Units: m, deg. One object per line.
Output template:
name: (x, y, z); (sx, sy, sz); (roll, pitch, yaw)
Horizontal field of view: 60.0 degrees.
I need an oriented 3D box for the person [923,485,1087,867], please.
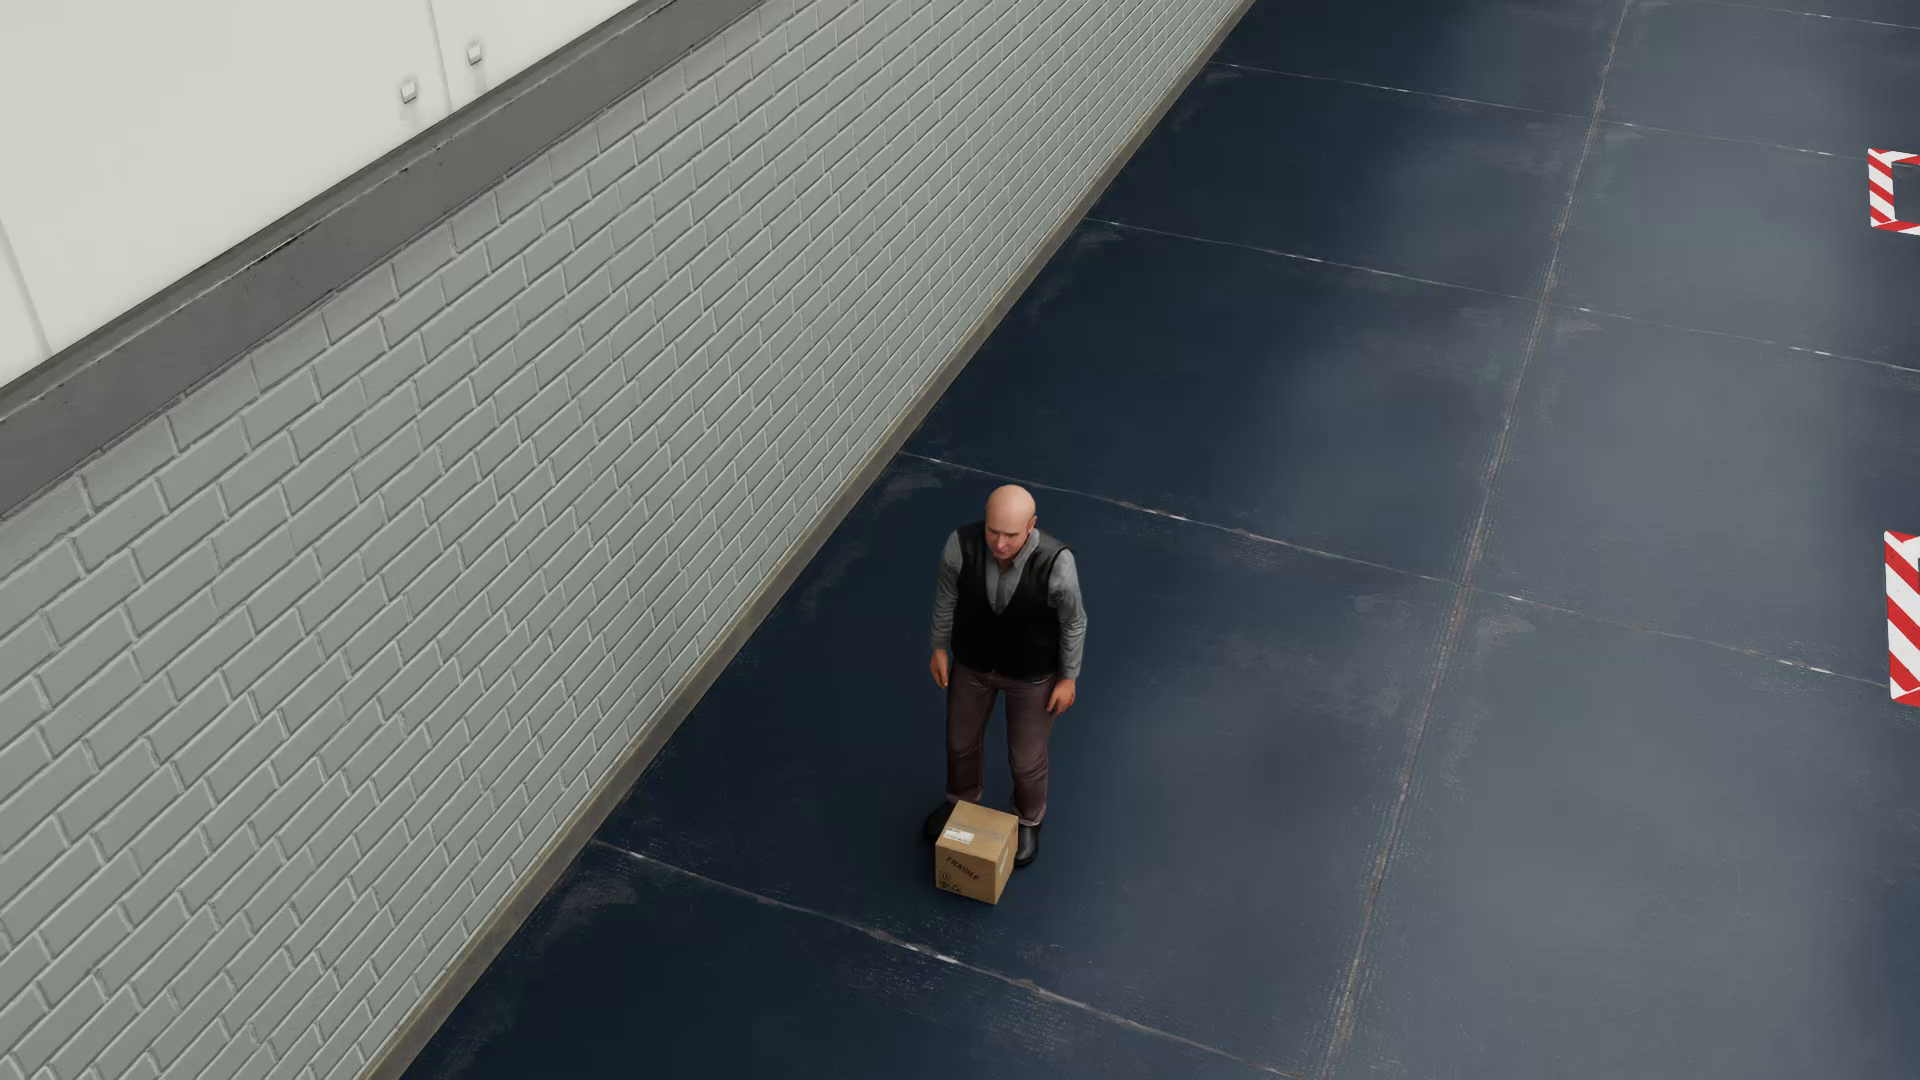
person: (0.172, 0.468, 6.225); (0.586, 1.720, 0.423); (12, 39, 16)
